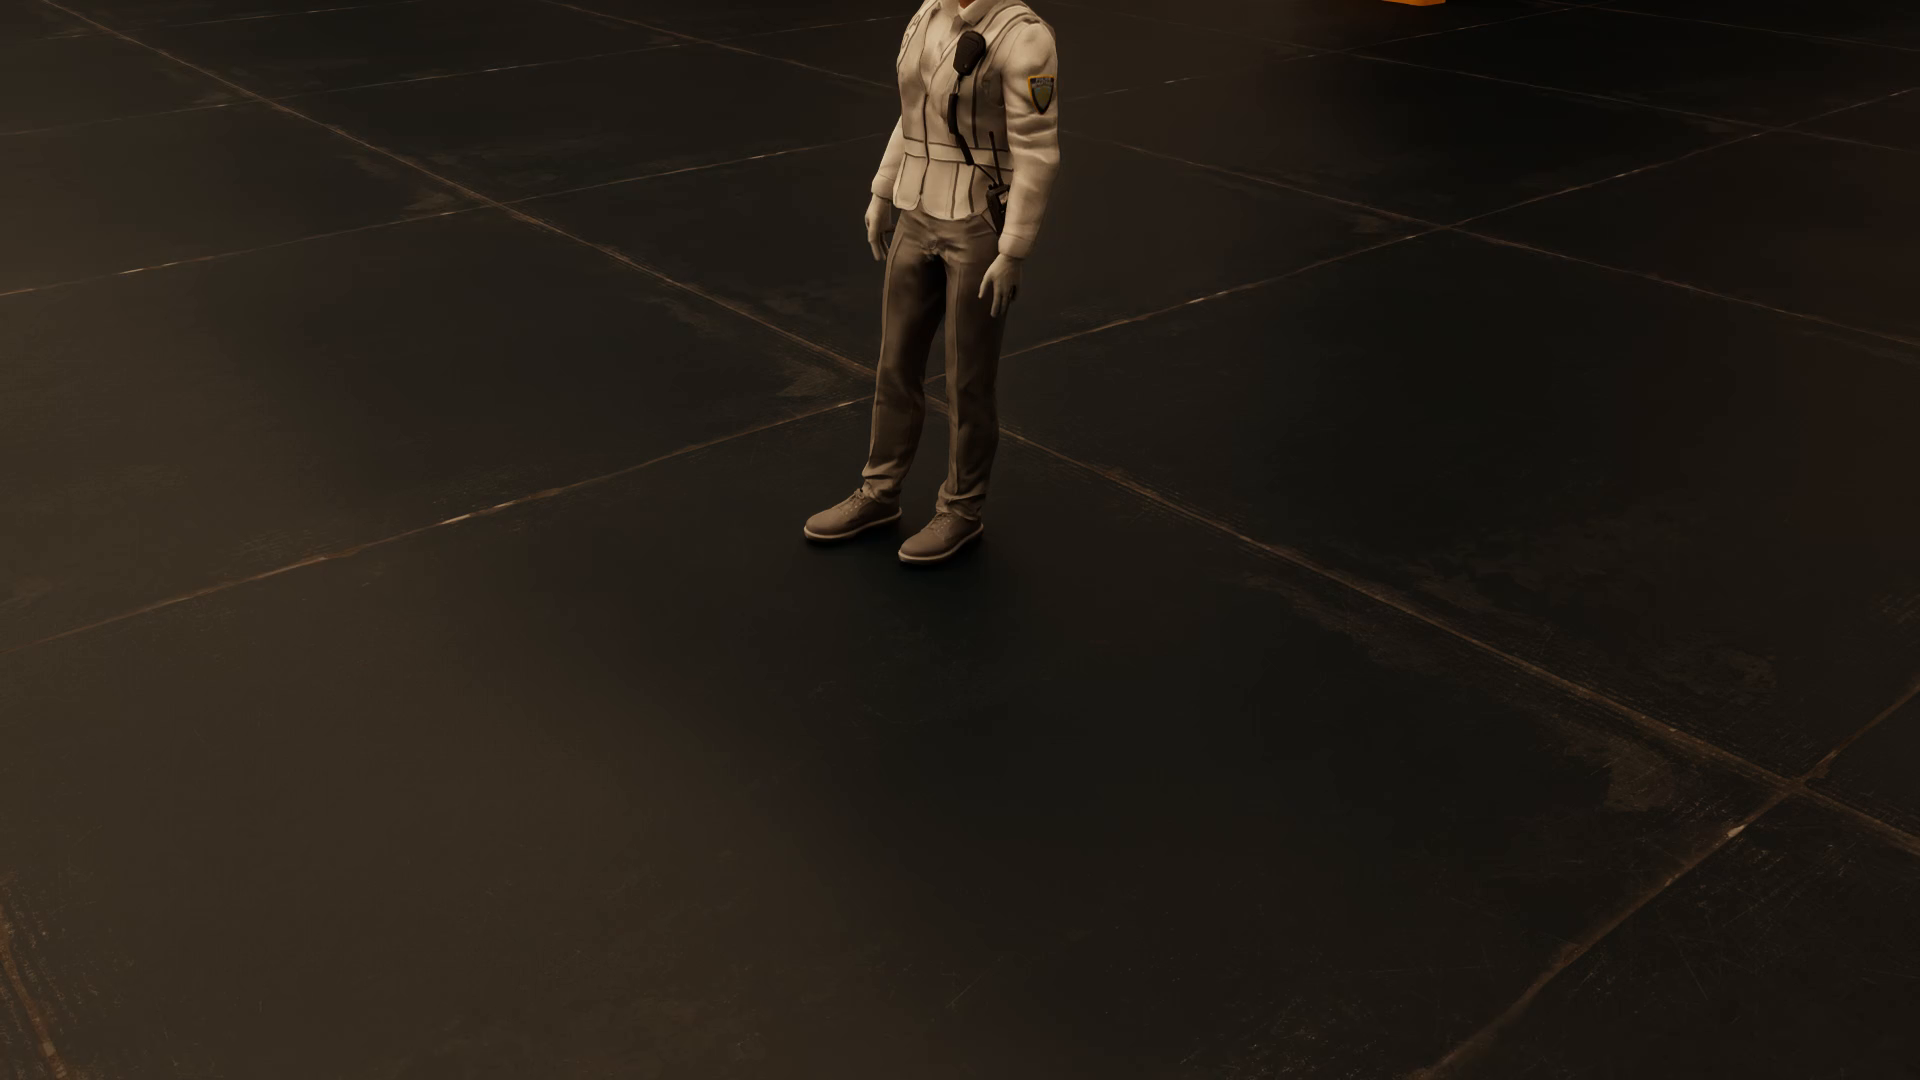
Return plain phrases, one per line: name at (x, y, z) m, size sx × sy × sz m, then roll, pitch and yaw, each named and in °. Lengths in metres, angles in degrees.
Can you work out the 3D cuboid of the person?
person at (-0.057, -0.748, 4.087) m, size 0.531 × 1.695 × 0.588 m, roll -20°, pitch 33°, yaw -35°
